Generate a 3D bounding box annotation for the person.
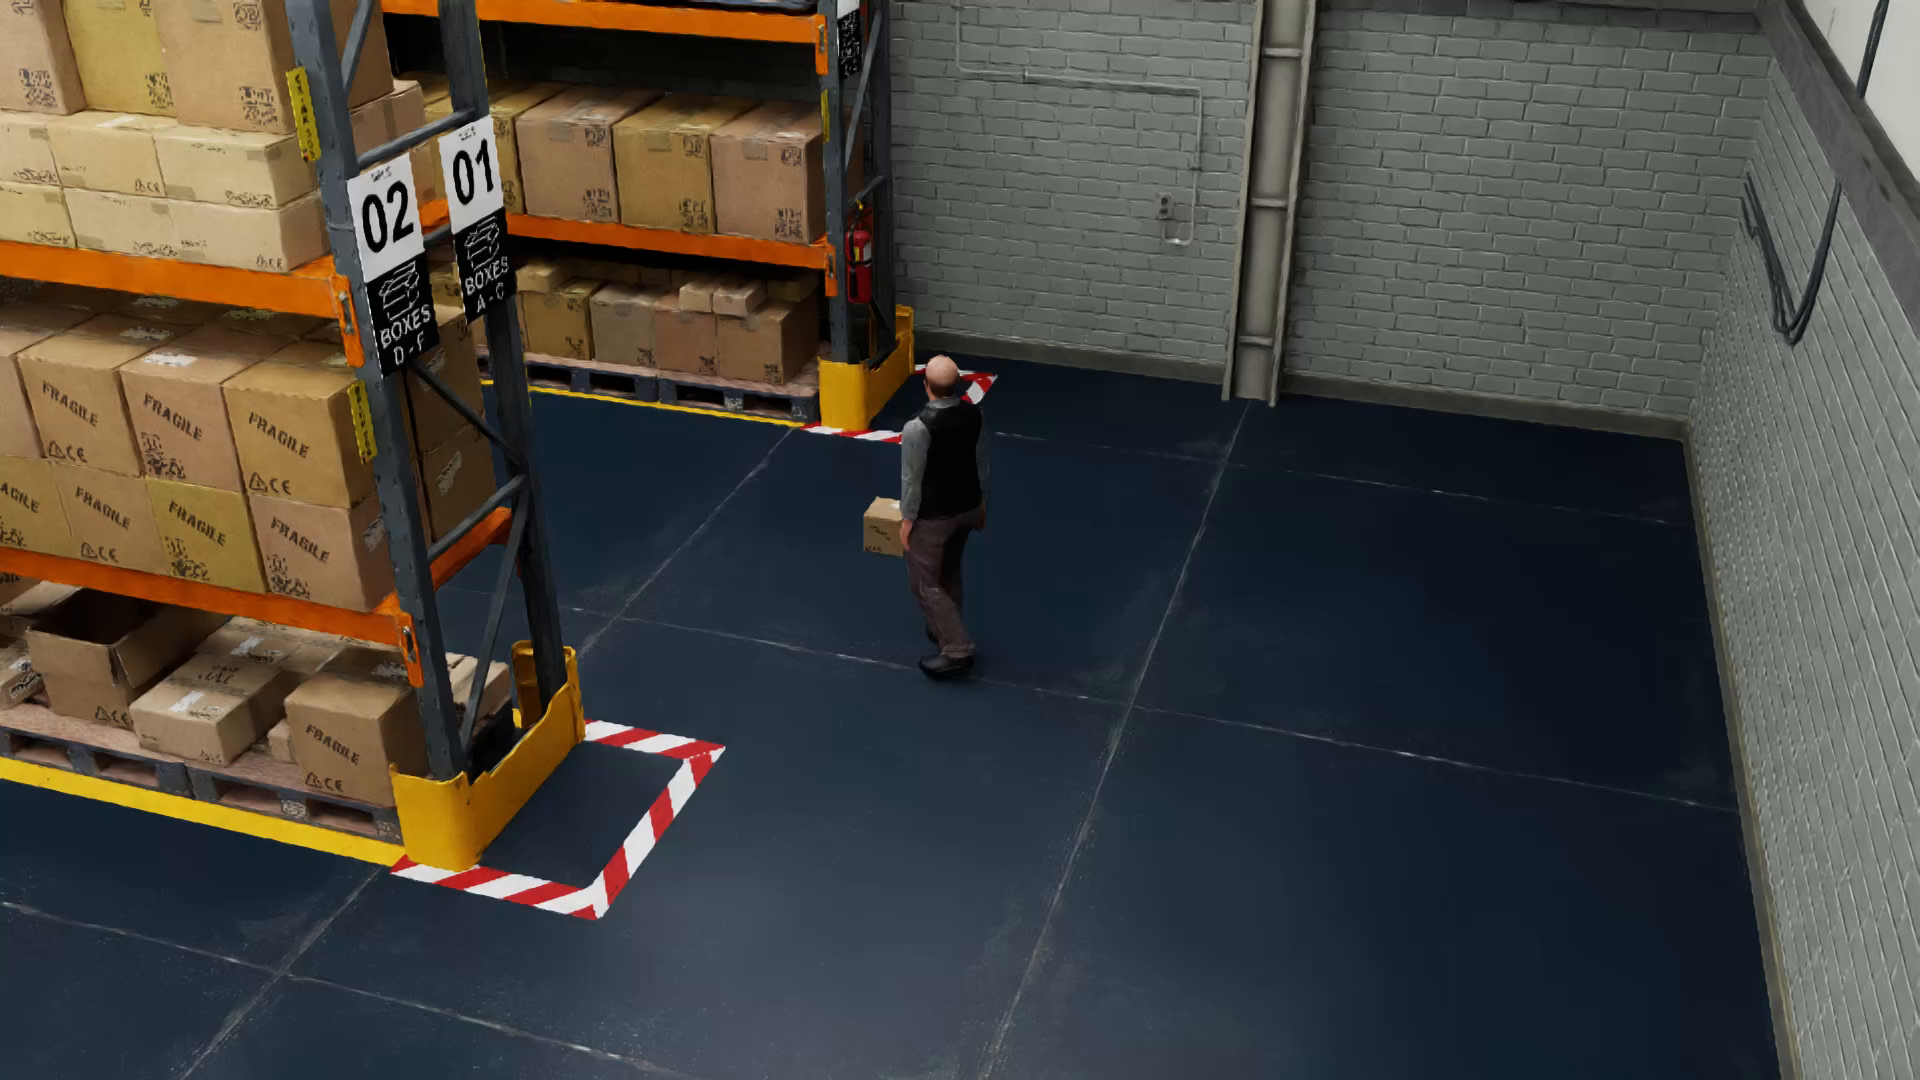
[{"bbox_3d":[-0.047,-0.124,8.762,0.567,1.711,0.547,-23,37,-35],"label":"person"}]
